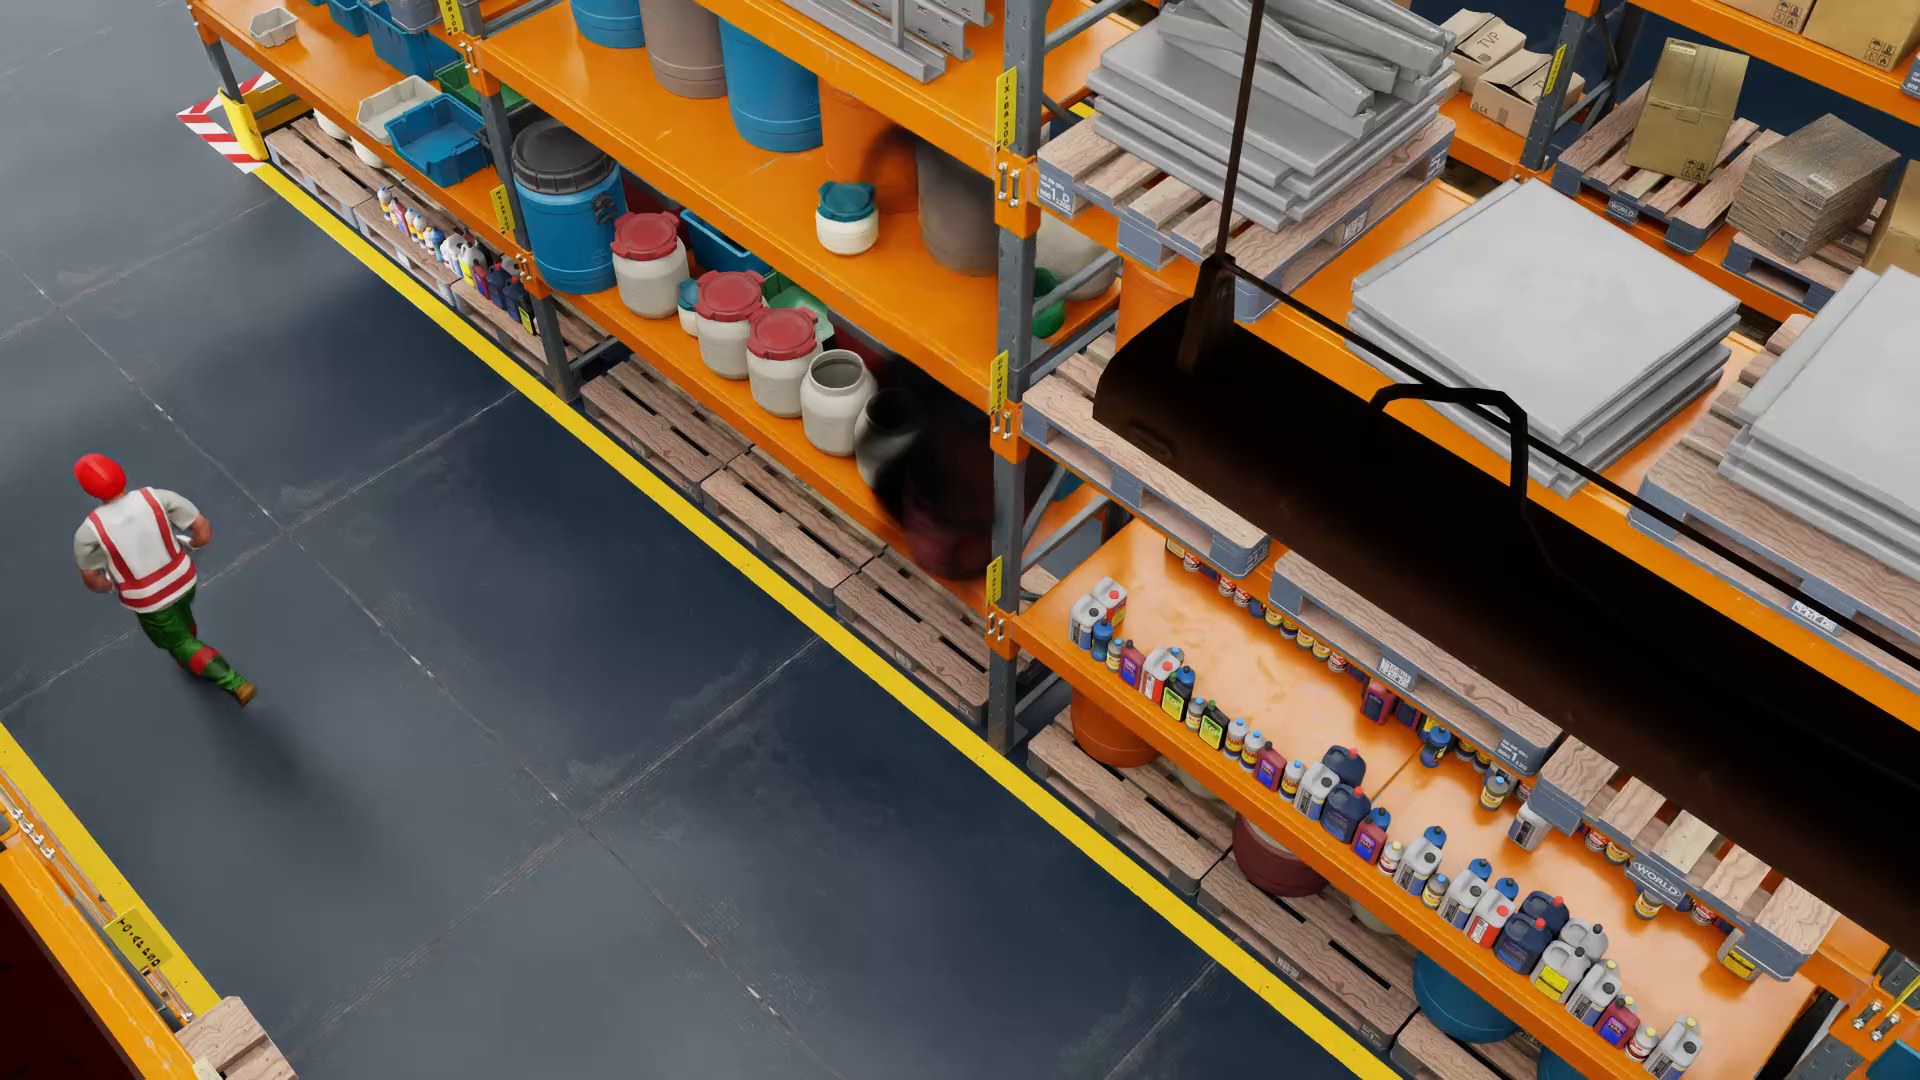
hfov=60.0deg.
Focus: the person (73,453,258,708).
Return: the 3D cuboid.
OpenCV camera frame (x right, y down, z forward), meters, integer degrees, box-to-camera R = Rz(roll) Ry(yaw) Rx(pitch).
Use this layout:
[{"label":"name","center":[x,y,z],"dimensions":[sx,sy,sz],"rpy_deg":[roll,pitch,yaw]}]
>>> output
[{"label":"person","center":[-4.238,0.283,8.935],"dimensions":[1.039,1.775,0.659],"rpy_deg":[33,57,24]}]
